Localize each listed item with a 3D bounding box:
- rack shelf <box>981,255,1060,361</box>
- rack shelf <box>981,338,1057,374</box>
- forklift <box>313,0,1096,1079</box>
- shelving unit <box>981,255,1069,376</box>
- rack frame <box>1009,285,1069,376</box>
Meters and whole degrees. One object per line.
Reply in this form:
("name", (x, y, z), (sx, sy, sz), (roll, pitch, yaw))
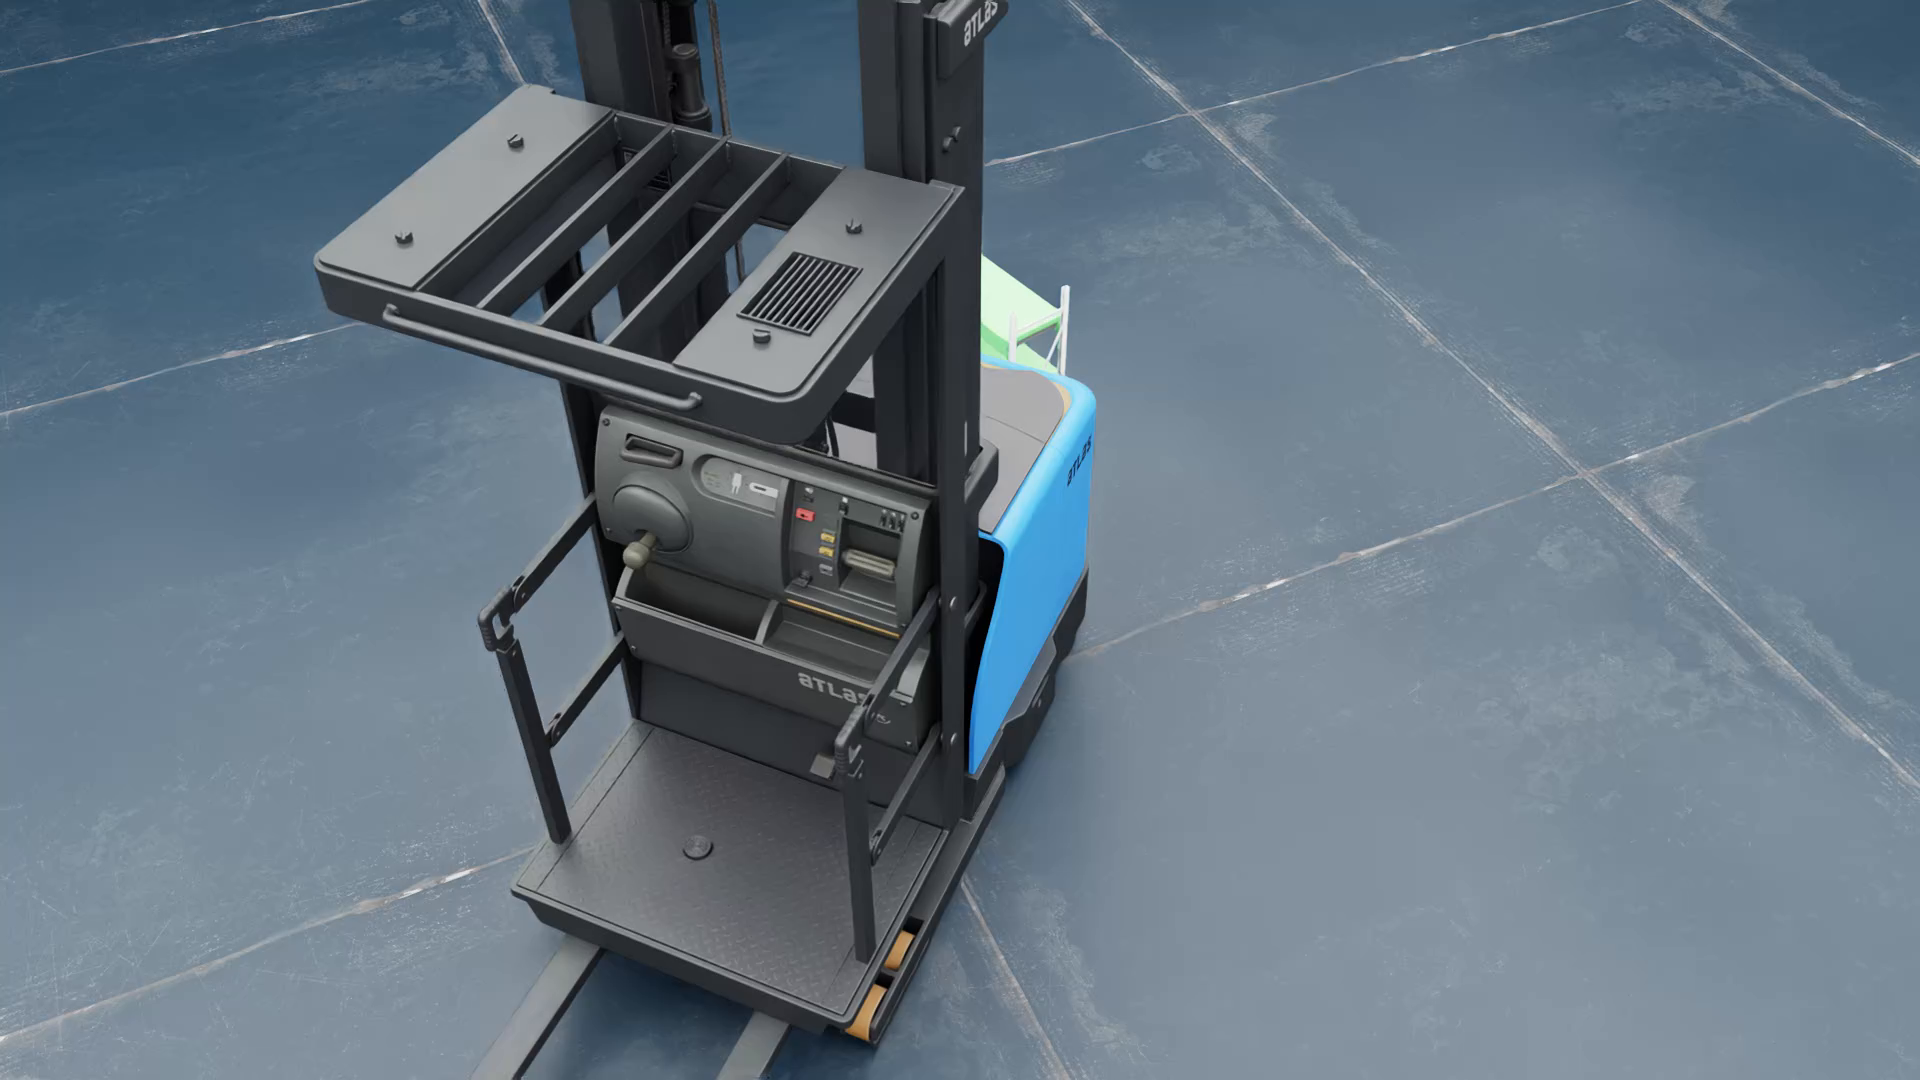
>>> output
("rack shelf", (0.104, -0.771, 5.585), (0.258, 0.148, 0.480), (-29, 51, -26))
("rack shelf", (0.104, -0.600, 5.753), (0.258, 0.148, 0.480), (-29, 51, -26))
("forklift", (-0.607, 0.045, 4.117), (1.130, 2.935, 3.031), (17, 47, 16))
("shelving unit", (0.104, -0.475, 5.877), (0.258, 1.200, 0.503), (-29, 51, -26))
("rack frame", (0.255, -0.340, 5.740), (0.240, 1.200, 0.015), (-29, 51, -26))
